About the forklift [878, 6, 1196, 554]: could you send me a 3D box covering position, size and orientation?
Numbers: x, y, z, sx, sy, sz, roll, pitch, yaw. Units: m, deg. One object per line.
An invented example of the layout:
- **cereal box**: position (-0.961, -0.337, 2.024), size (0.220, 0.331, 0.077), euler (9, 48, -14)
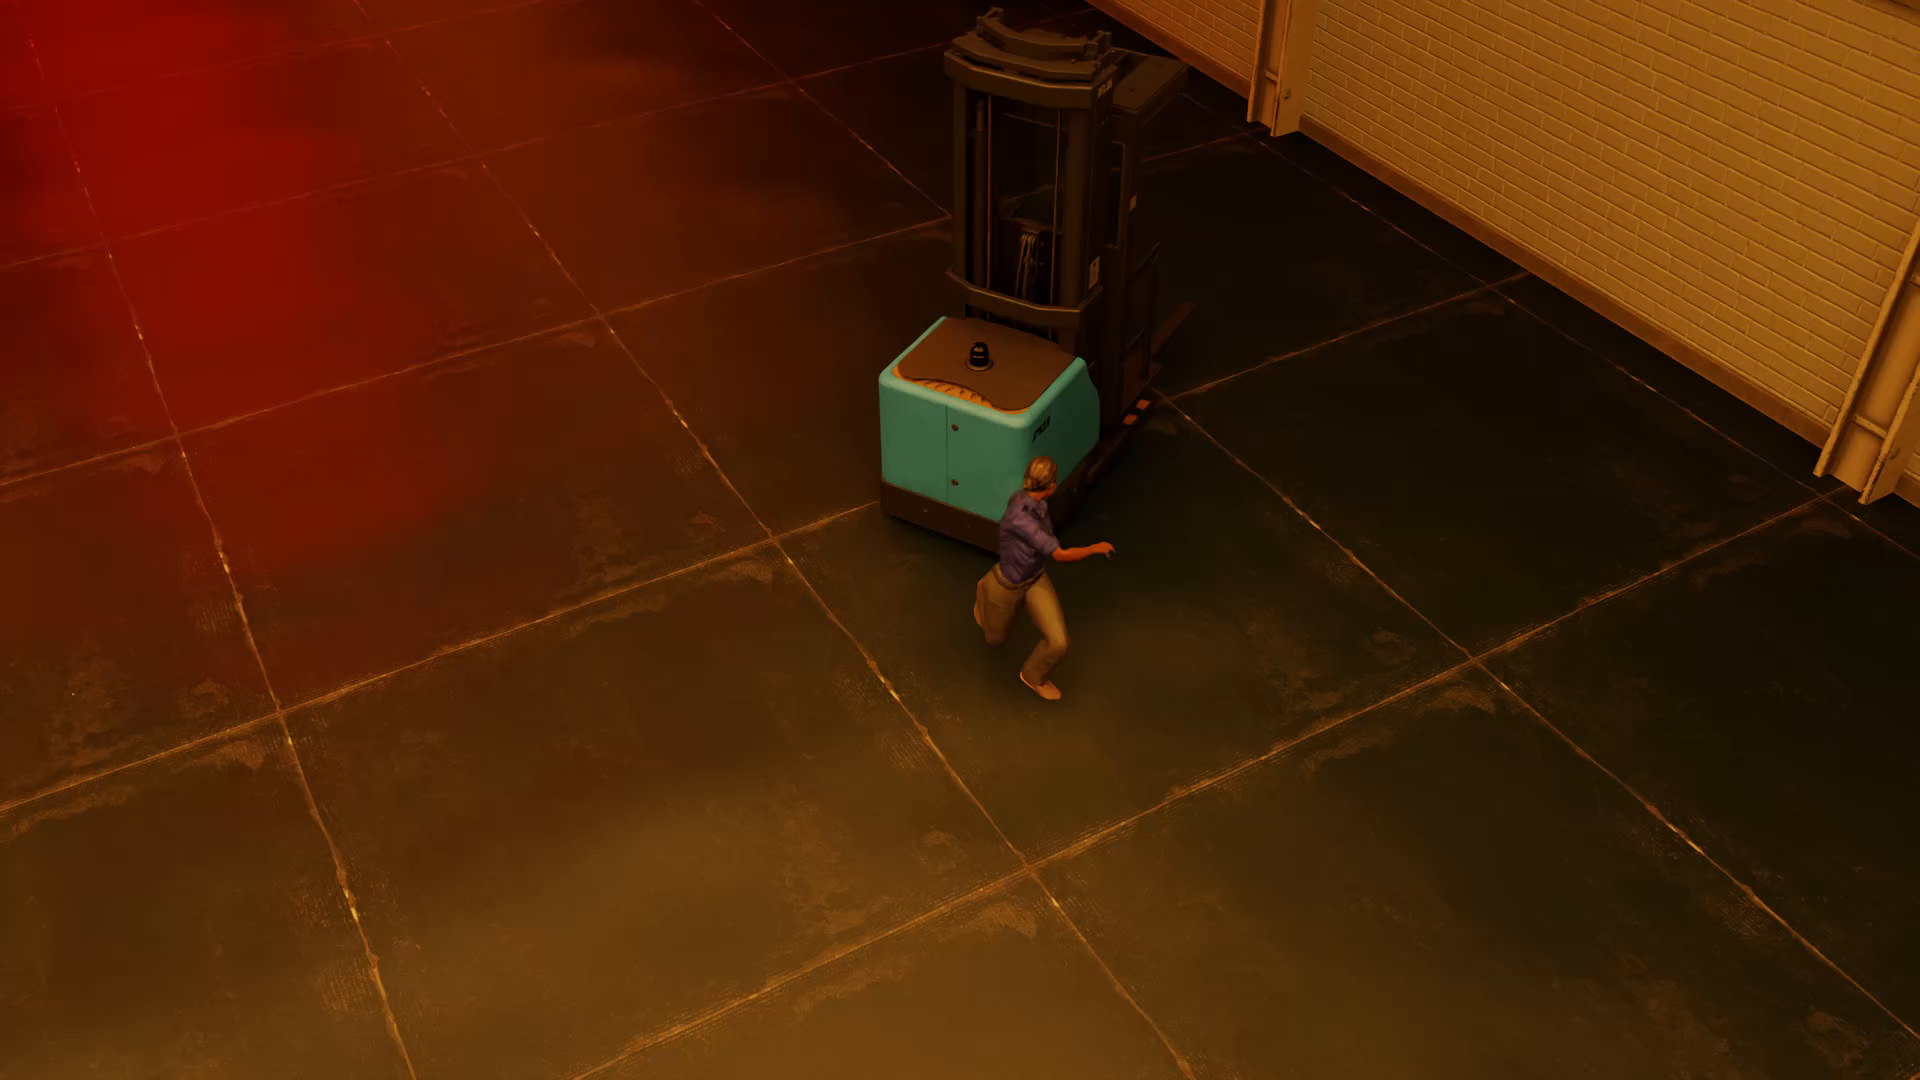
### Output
- **forklift**: position (0.668, -1.942, 10.377), size (1.130, 2.935, 3.031), euler (20, 44, 22)

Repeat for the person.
- **person**: position (0.375, 0.134, 9.120), size (0.625, 1.428, 0.895), euler (-27, 47, -29)
